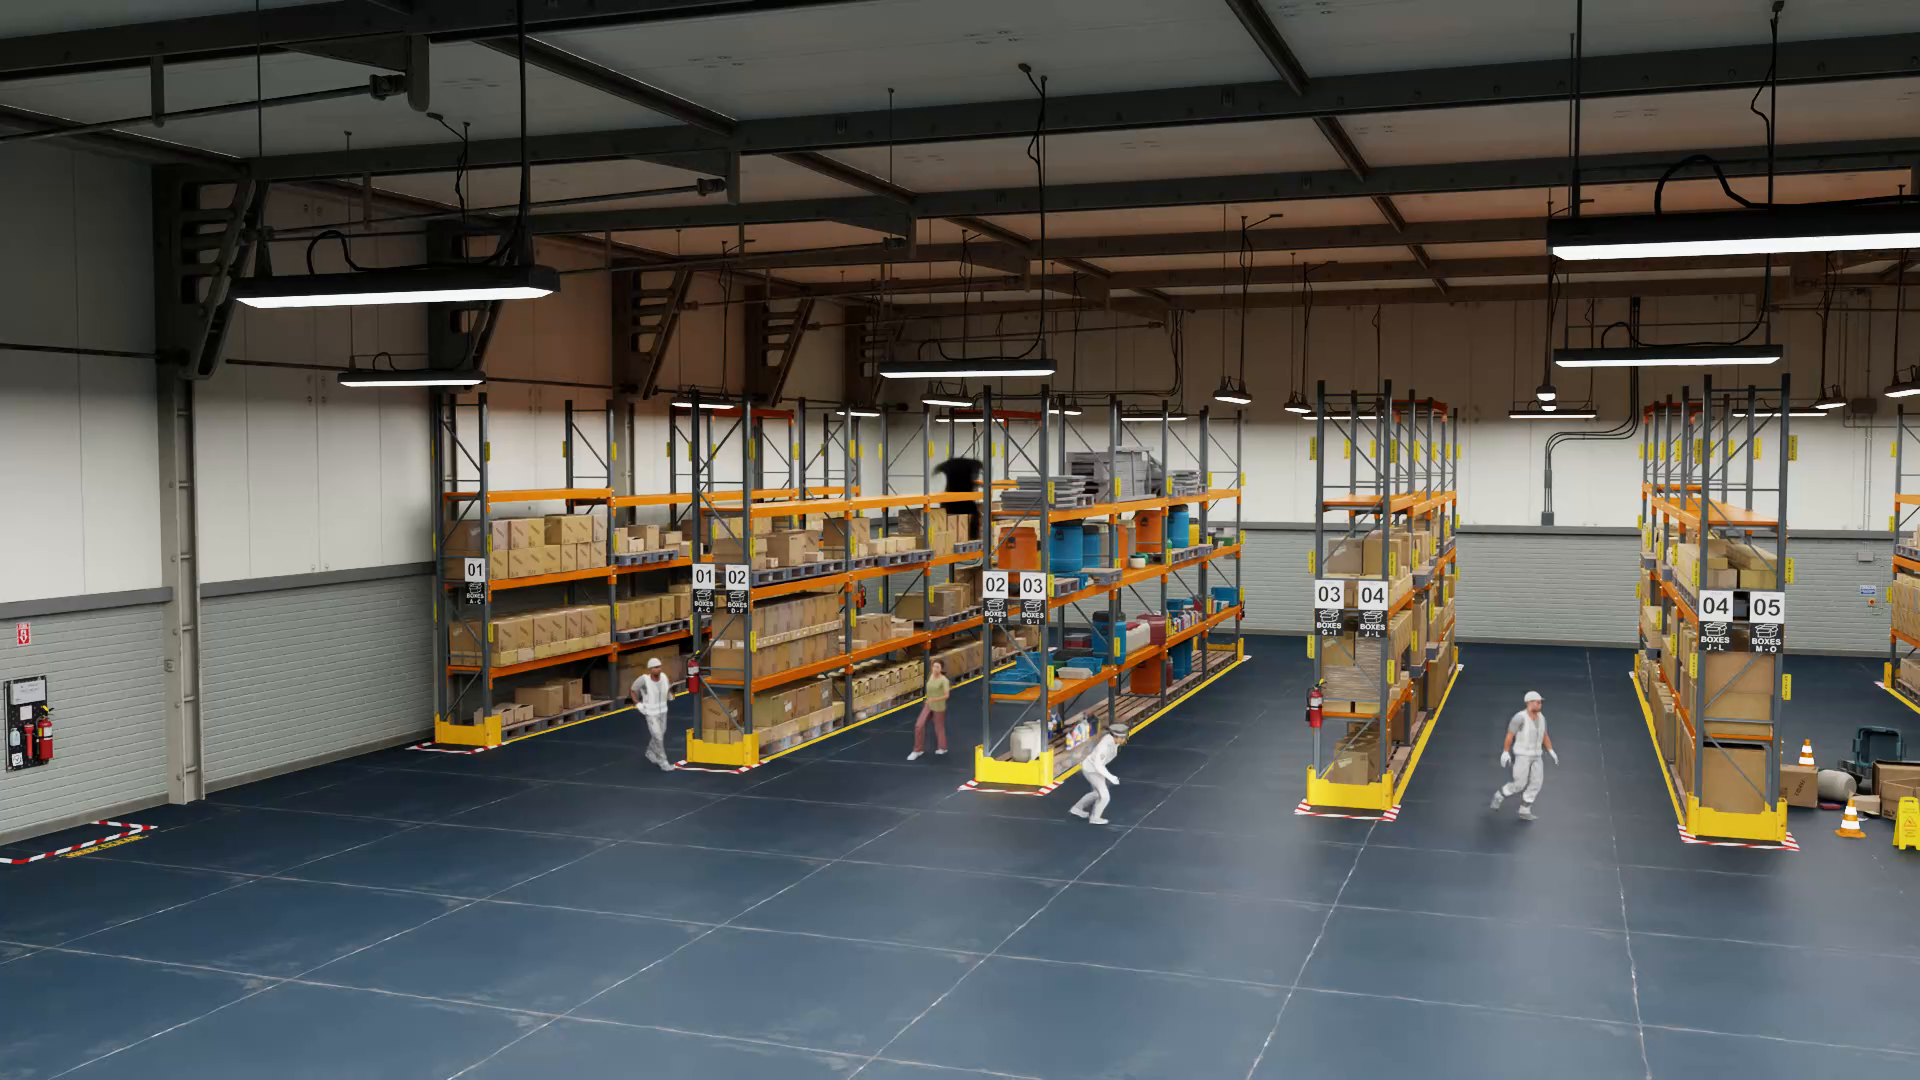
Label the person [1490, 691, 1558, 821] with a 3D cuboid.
[{"bbox_3d":[7.649,2.914,22.591,0.709,1.756,0.684,-1,3,-25],"label":"person"}]

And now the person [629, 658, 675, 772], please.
[{"bbox_3d":[-4.805,2.714,26.067,0.877,1.757,0.676,3,4,41],"label":"person"}]

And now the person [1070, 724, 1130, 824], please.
[{"bbox_3d":[1.851,3.122,22.218,0.929,1.401,0.606,2,3,27],"label":"person"}]

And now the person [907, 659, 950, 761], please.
[{"bbox_3d":[-0.388,2.729,26.893,0.645,1.645,0.783,2,4,35],"label":"person"}]
